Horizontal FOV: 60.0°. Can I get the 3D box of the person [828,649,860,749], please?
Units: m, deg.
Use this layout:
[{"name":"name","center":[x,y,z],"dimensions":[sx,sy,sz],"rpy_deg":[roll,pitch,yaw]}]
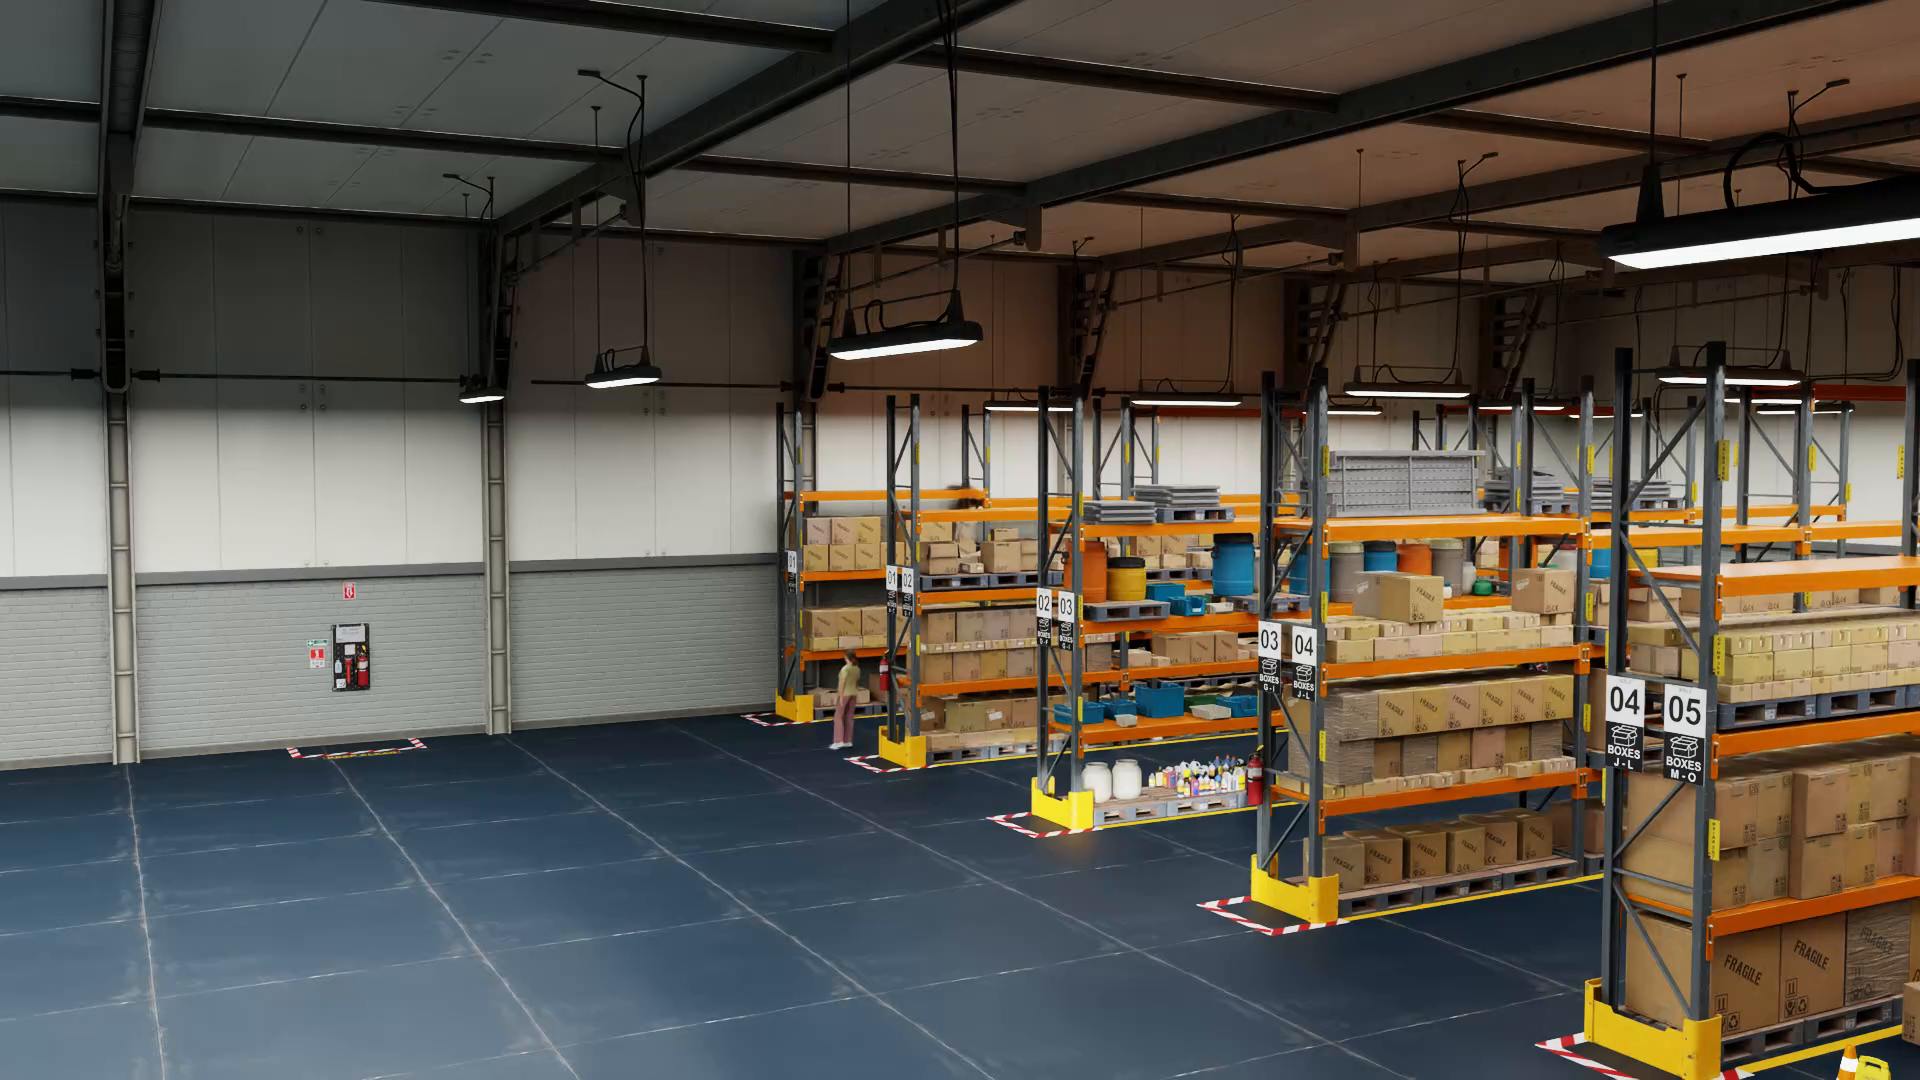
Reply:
[{"name":"person","center":[-1.971,2.724,28.514],"dimensions":[0.340,1.711,0.561],"rpy_deg":[3,4,40]}]
